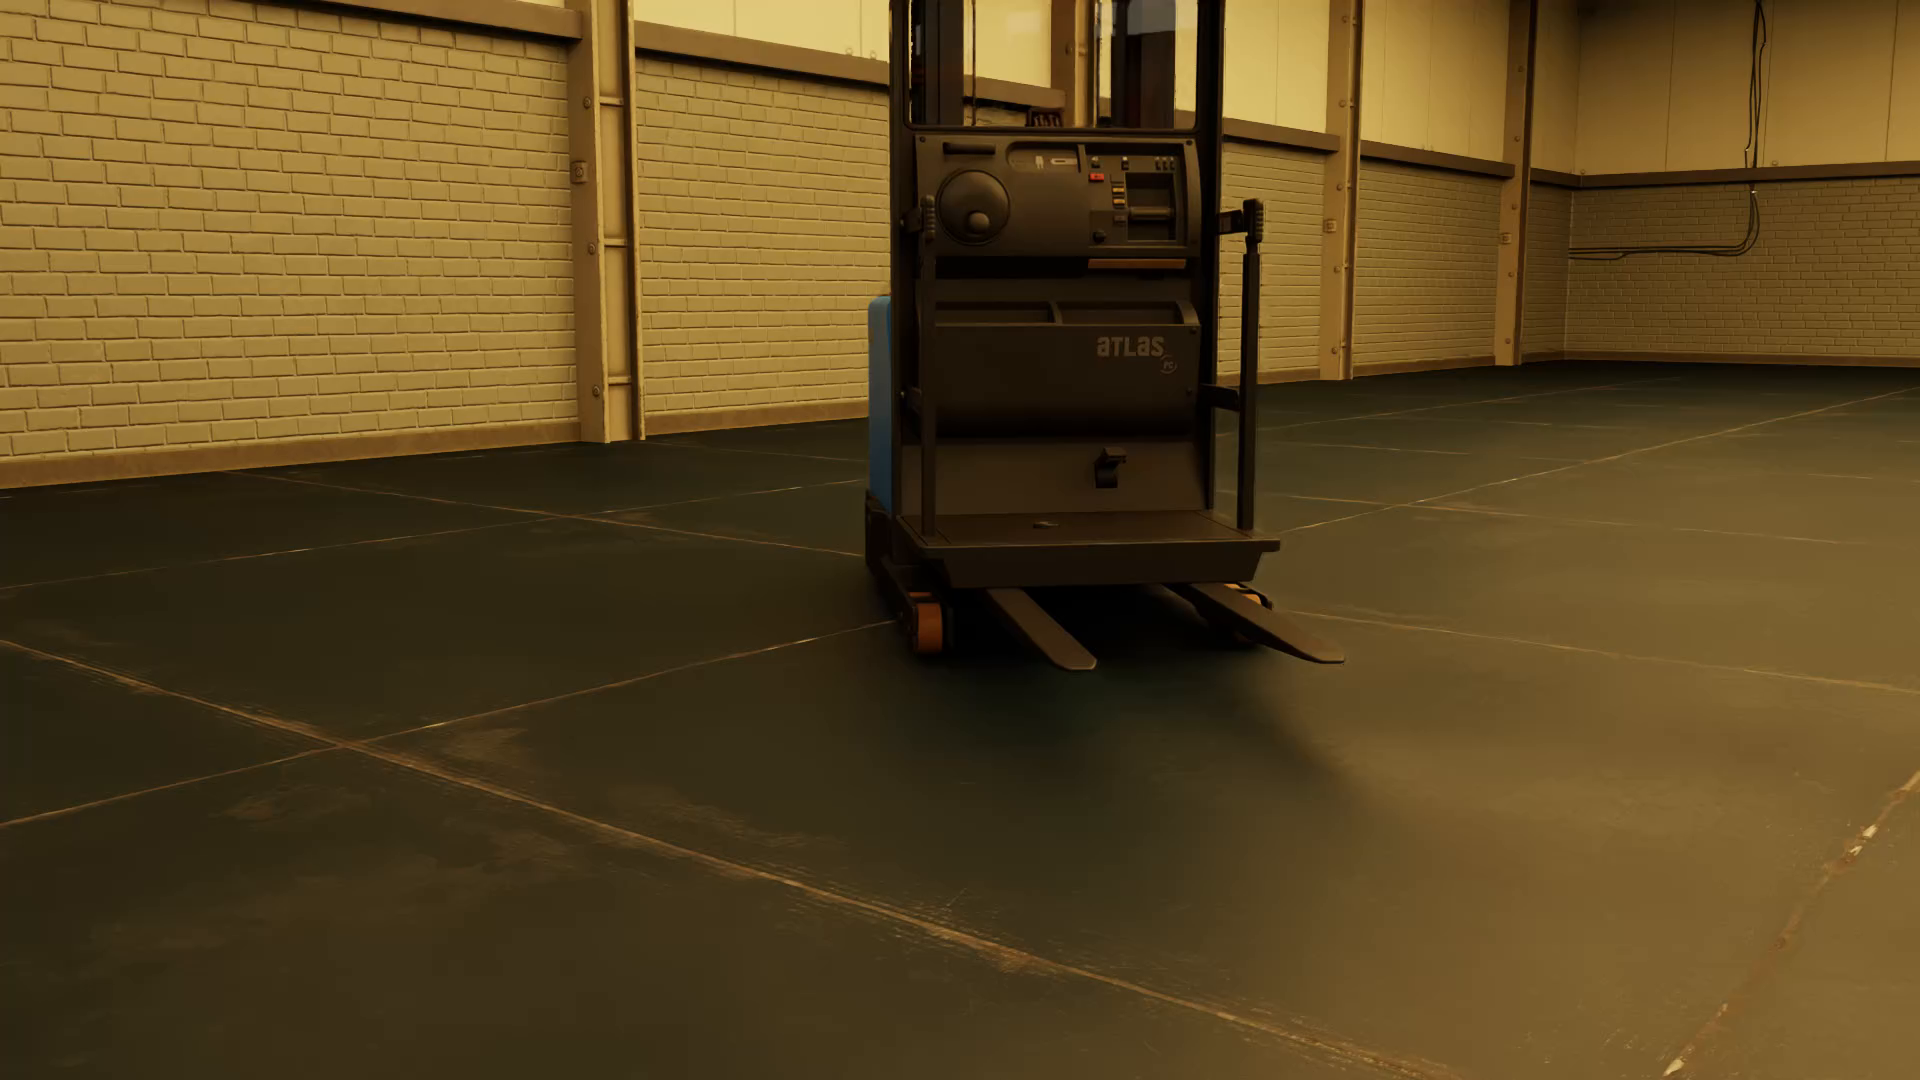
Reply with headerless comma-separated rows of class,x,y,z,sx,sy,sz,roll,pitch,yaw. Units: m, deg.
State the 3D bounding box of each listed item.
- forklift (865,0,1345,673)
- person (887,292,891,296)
forklift,0.353,-1.155,5.175,1.130,2.935,3.031,-1,8,-8
person,0.109,-0.788,7.586,0.906,1.541,0.631,6,10,36
